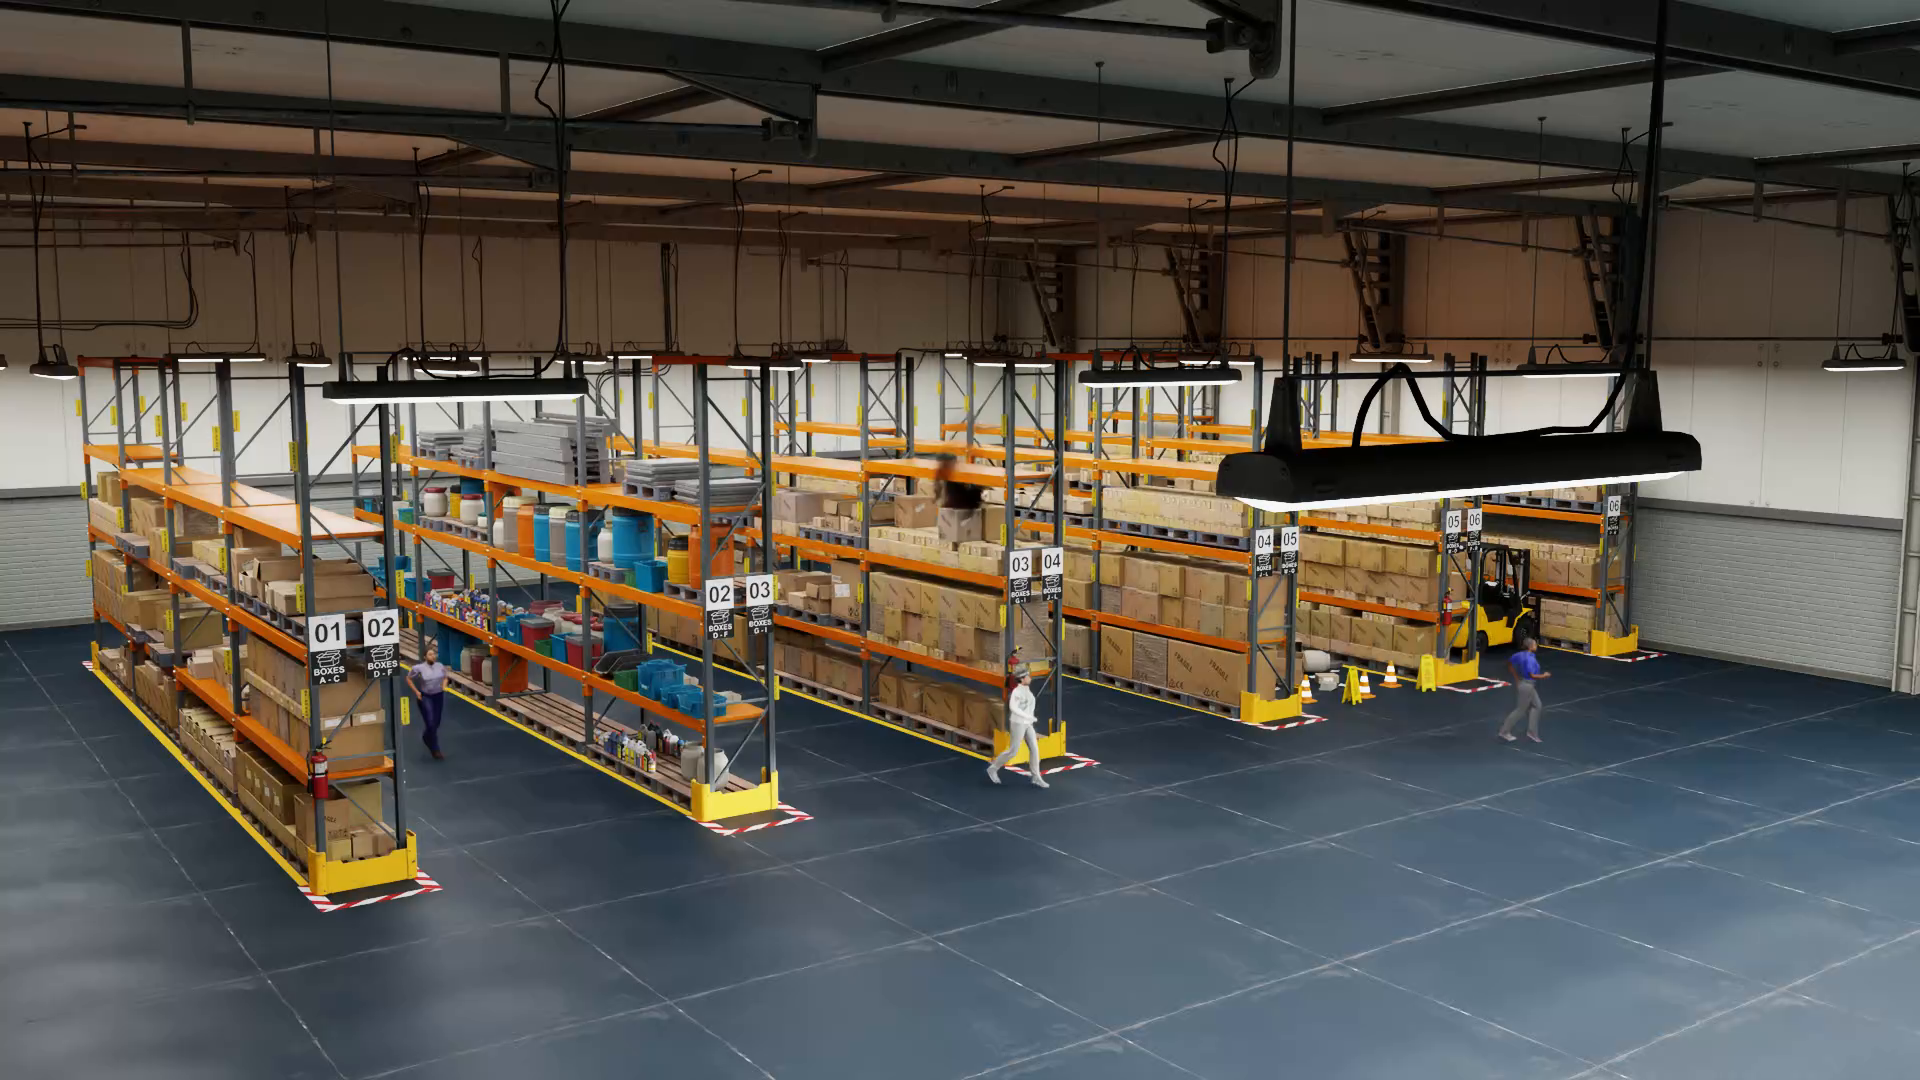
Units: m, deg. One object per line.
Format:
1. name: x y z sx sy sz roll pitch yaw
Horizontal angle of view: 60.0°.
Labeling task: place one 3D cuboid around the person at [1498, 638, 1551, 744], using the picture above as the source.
1. person: 8.824 2.371 25.976 0.766 1.712 0.563 1 7 10

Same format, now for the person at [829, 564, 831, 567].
1. person: -3.132 0.304 42.975 0.588 1.637 0.548 -4 8 -31

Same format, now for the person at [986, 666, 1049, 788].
1. person: 0.895 2.634 23.629 0.917 1.674 0.676 3 8 24

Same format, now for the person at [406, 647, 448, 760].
1. person: -8.055 2.463 25.313 0.781 1.661 0.603 7 10 43
